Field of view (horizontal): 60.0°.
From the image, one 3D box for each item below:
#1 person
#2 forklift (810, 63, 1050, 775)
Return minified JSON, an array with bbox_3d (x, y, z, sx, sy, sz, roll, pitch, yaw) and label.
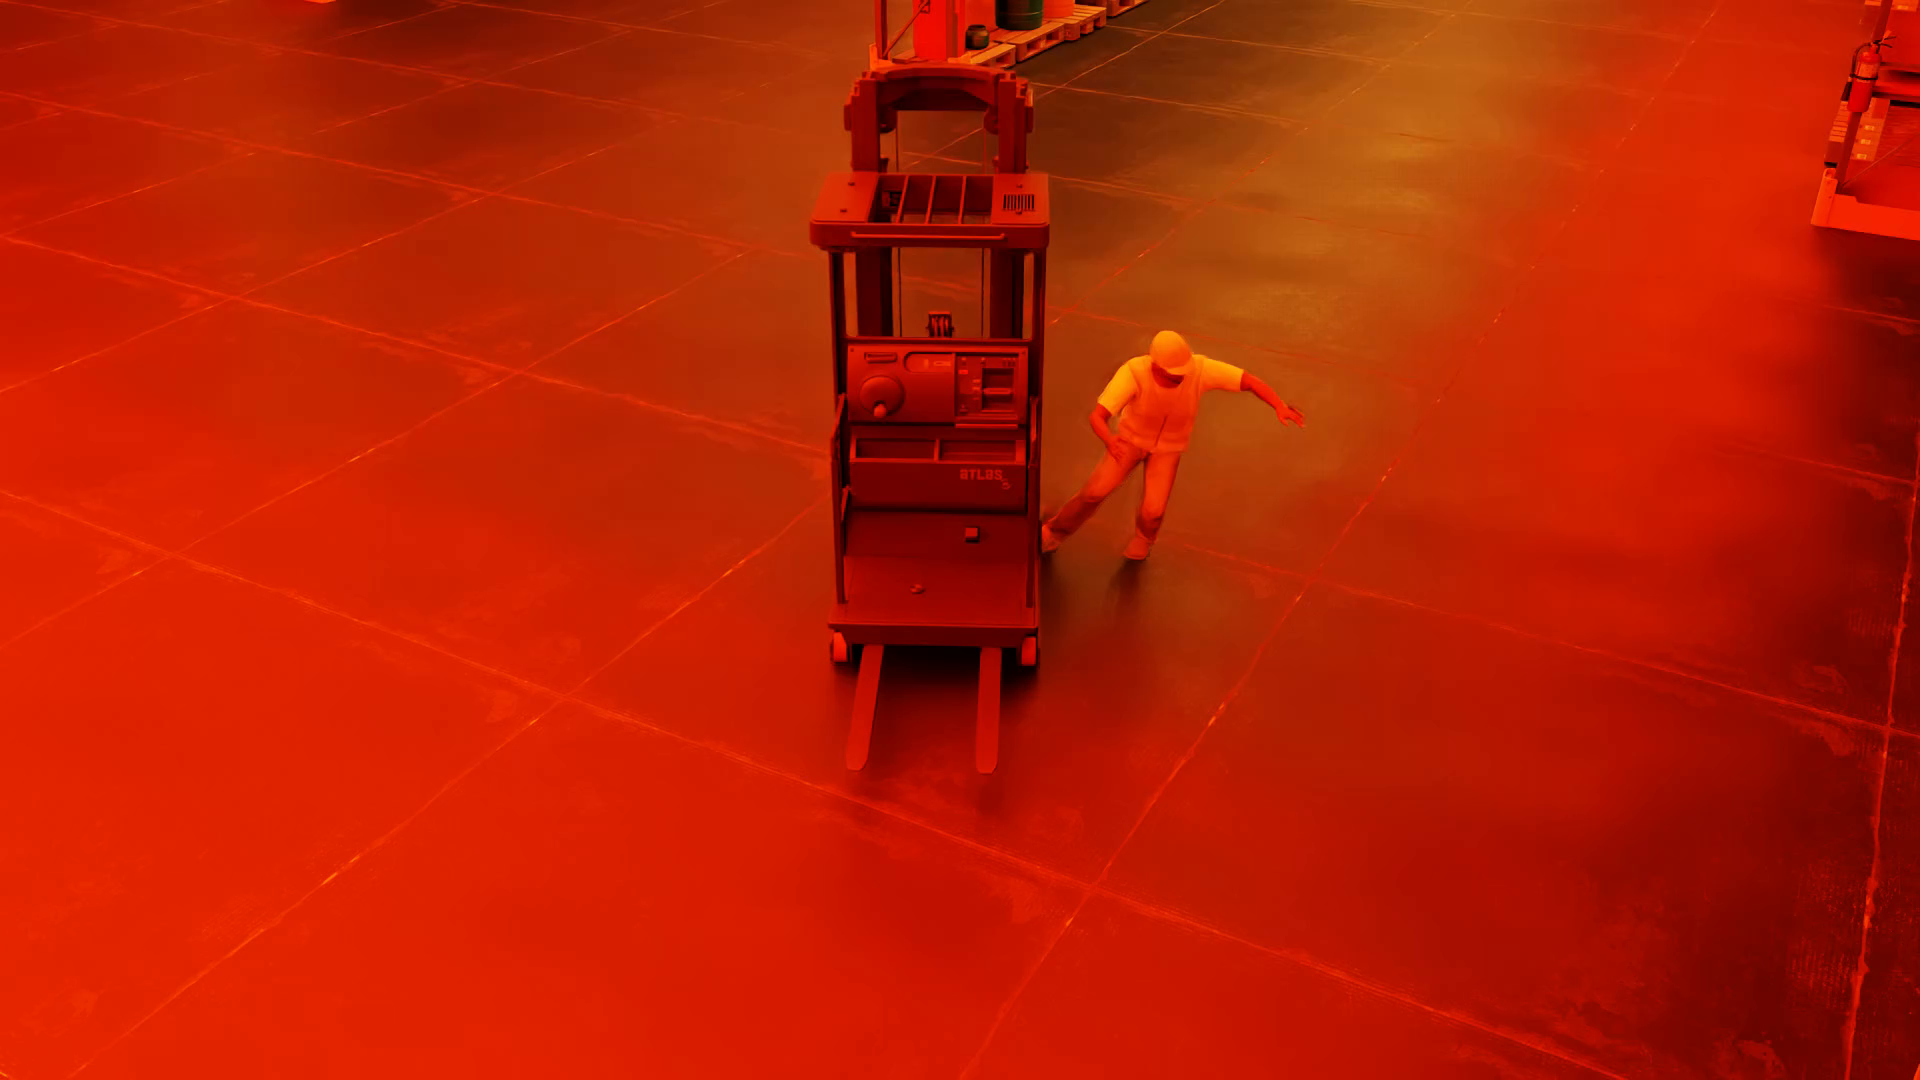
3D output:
[{"bbox_3d":[1.089,-0.508,9.396,1.574,1.475,0.798,0,30,0],"label":"person"},{"bbox_3d":[-0.122,-0.759,8.386,1.130,2.935,3.031,1,30,2],"label":"forklift"}]
